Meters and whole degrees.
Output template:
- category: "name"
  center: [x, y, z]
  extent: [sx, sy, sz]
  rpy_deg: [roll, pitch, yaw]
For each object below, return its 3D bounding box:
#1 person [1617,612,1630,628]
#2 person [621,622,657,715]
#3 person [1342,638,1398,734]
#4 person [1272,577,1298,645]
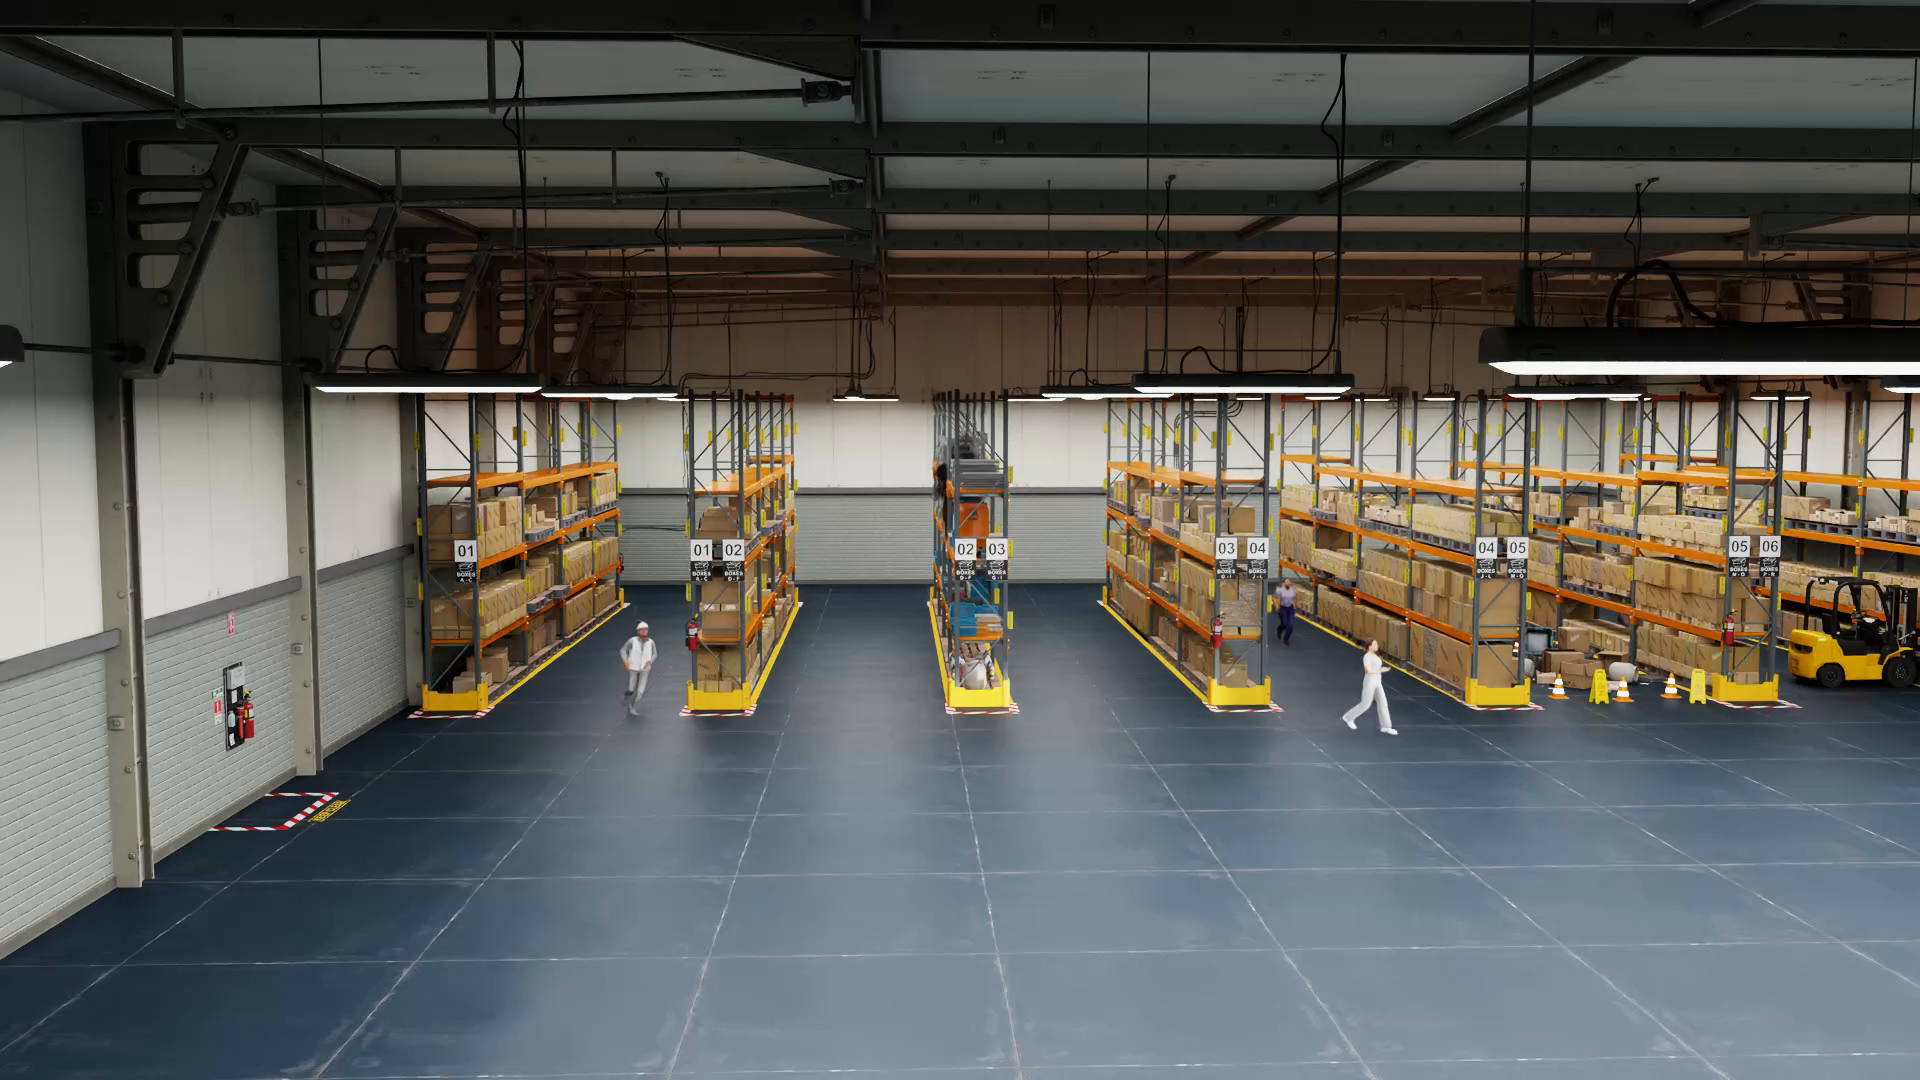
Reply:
- category: "person"
  center: [16.477, 1.504, 41.280]
  extent: [0.664, 1.739, 0.883]
  rpy_deg: [-1, 5, -11]
- category: "person"
  center: [-5.947, 2.374, 30.858]
  extent: [0.659, 1.708, 0.607]
  rpy_deg: [-2, 5, -20]
- category: "person"
  center: [7.135, 2.513, 28.848]
  extent: [0.970, 1.652, 0.565]
  rpy_deg: [3, 6, 35]
- category: "person"
  center: [7.796, 1.702, 39.715]
  extent: [0.619, 1.616, 0.547]
  rpy_deg: [-1, 5, -9]
